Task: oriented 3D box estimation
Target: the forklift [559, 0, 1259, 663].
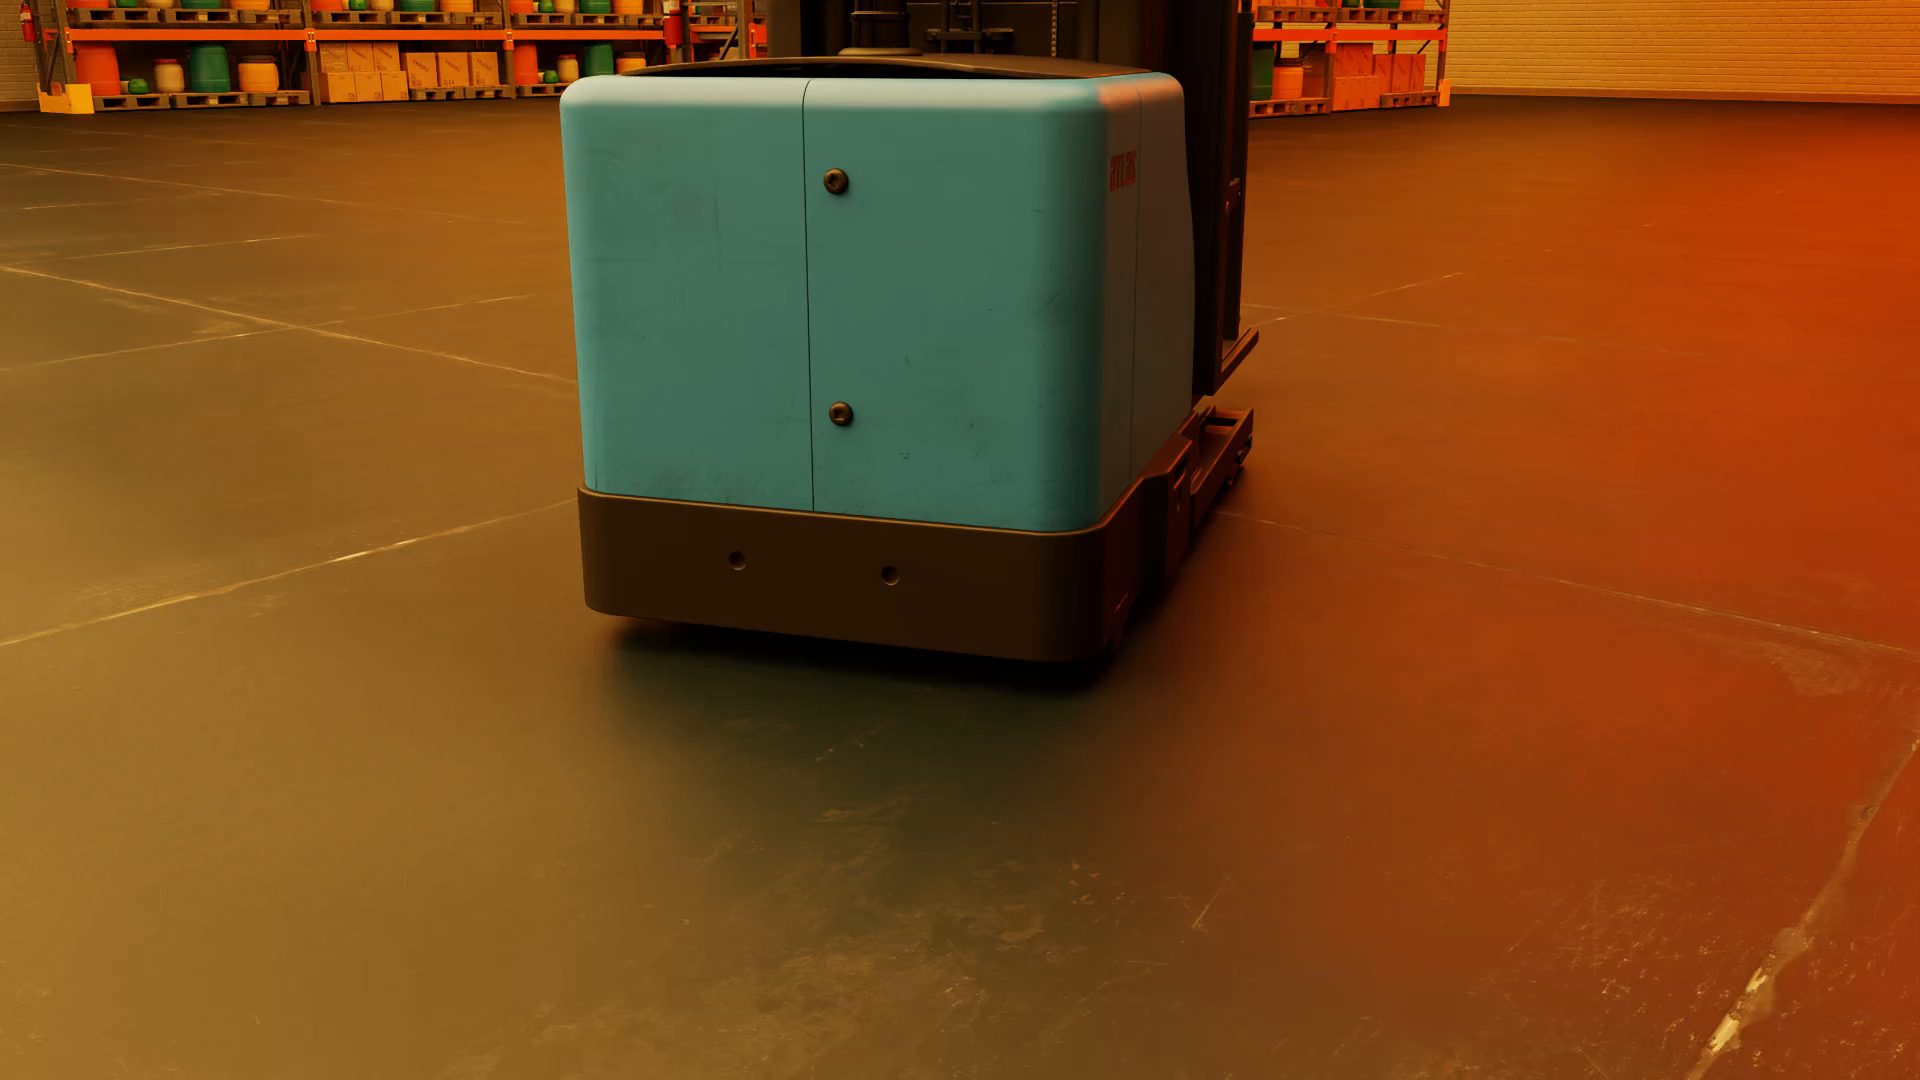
[{"bbox_3d":[0.182,-1.571,4.072,1.130,2.935,3.031,5,18,17],"label":"forklift"}]
